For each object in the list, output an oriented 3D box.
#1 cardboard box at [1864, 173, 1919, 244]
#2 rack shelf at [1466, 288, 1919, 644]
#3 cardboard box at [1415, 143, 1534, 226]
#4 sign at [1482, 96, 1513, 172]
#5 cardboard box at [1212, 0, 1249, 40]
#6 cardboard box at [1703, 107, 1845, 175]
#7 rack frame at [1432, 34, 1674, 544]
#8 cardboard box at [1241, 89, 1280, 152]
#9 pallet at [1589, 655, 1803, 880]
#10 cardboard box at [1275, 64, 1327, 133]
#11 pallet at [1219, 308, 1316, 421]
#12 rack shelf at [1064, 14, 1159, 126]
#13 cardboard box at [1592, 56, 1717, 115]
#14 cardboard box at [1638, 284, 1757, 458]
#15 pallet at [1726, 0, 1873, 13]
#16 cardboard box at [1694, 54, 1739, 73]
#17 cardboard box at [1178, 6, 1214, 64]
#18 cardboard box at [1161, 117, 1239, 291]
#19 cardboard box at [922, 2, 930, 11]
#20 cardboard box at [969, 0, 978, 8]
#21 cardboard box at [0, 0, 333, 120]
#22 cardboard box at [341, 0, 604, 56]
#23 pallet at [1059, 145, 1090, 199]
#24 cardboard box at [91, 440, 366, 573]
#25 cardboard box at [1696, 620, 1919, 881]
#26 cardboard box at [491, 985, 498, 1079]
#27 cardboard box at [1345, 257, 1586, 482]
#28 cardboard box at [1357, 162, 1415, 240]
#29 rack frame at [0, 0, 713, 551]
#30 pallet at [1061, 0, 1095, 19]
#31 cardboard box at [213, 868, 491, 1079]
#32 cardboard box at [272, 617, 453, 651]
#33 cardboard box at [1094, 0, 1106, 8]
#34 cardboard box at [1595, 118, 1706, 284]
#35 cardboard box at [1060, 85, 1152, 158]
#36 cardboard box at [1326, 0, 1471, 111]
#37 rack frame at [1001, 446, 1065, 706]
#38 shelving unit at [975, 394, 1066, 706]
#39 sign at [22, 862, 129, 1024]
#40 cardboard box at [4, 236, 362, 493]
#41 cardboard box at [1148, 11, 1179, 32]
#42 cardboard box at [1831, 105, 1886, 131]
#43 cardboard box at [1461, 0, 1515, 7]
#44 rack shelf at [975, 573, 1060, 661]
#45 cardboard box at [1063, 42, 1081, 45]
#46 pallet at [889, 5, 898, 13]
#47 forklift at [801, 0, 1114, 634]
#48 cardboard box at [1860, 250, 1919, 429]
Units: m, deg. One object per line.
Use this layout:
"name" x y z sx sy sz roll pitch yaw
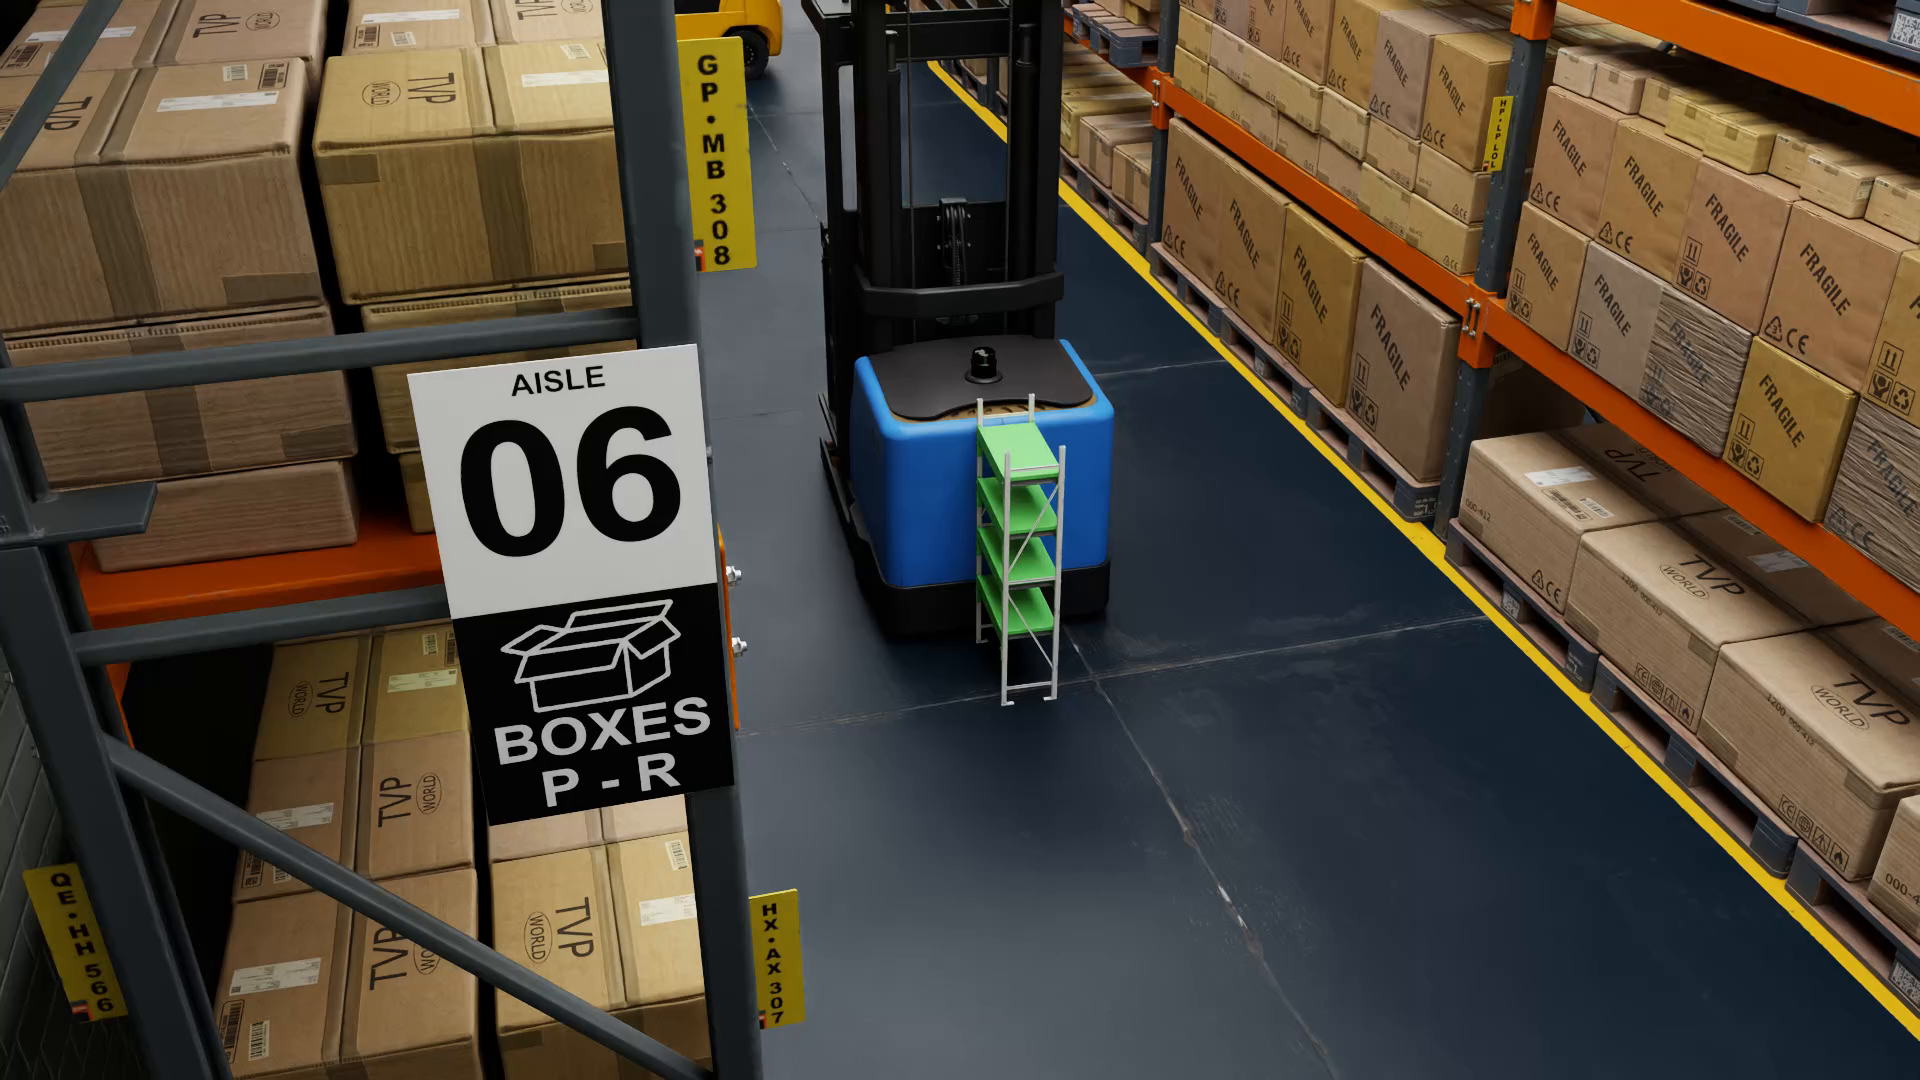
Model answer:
"cardboard box" 3.189 -1.082 5.380 0.380 0.149 0.250 -7 31 -12
"rack shelf" 3.390 -0.095 6.138 1.077 0.370 4.000 -8 31 -13
"cardboard box" 2.508 -1.705 7.852 0.500 0.250 0.500 -8 31 -13
"sign" 2.339 -1.763 7.224 0.100 0.325 0.005 -8 31 -13
"cardboard box" 1.834 -3.272 9.810 0.500 0.500 0.500 -8 31 -13
"cardboard box" 2.934 -1.443 6.003 0.380 0.149 0.250 -9 31 -15
"rack frame" 2.859 -1.373 7.627 1.000 3.000 0.127 -8 31 -13
"cardboard box" 1.972 -2.470 9.673 0.500 0.250 0.500 -7 31 -12
"pallet" 3.313 0.802 6.653 1.003 0.211 1.213 -8 31 -13
"cardboard box" 2.072 -2.440 9.121 0.500 0.250 0.500 -7 31 -12
"pallet" 2.254 -1.119 9.972 1.003 0.211 1.213 -8 31 -13
"rack shelf" 1.267 -3.959 12.814 1.077 0.370 4.000 -8 31 -13
"cardboard box" 2.776 -1.821 6.656 0.380 0.149 0.250 -7 31 -13
"cardboard box" 2.987 -0.670 6.313 0.500 0.500 0.500 -8 31 -13
"pallet" 3.066 -2.236 6.213 1.003 0.211 1.213 -8 31 -13
"cardboard box" 3.213 -1.881 6.760 0.380 0.149 0.250 -7 31 -12
"cardboard box" 1.694 -3.178 10.398 0.500 0.250 0.500 -8 31 -14
"cardboard box" 1.901 -2.222 10.797 0.875 0.875 0.875 -8 31 -14
"cardboard box" -0.093 -5.224 16.607 0.500 0.250 0.500 -6 31 -10
"cardboard box" 0.320 -4.803 15.130 0.500 0.500 0.500 -8 31 -14
"cardboard box" -1.388 -0.786 2.973 0.500 0.250 0.500 -9 31 -15
"cardboard box" -0.856 -0.853 3.089 0.500 0.250 0.500 -8 31 -14
"pallet" 1.271 -3.063 13.332 1.003 0.211 1.213 -8 31 -13
"cardboard box" -1.172 -0.092 2.671 0.380 0.149 0.250 -7 31 -12
"cardboard box" 3.398 0.740 6.116 0.875 0.438 0.875 -7 31 -12
"cardboard box" -1.219 1.075 3.650 0.380 0.149 0.250 -7 31 -12
"cardboard box" 2.617 -0.924 8.553 0.875 0.875 0.875 -7 31 -12
"cardboard box" 2.363 -1.737 8.406 0.500 0.250 0.500 -8 31 -14
"rack frame" -0.864 -1.375 1.643 1.000 3.000 0.127 -8 31 -13
"pallet" 1.233 -4.172 12.655 1.003 0.211 1.213 -8 31 -13
"cardboard box" -1.242 0.970 3.432 0.500 0.250 0.500 -7 31 -12
"cardboard box" -1.643 0.229 4.713 0.500 0.250 0.500 -8 31 -13
"cardboard box" 1.174 -3.863 11.761 0.380 0.149 0.250 -9 31 -16
"cardboard box" 2.880 -1.342 6.476 0.500 0.500 0.500 -8 31 -14
"cardboard box" 1.258 -3.346 13.240 0.950 0.372 0.625 -7 31 -12
"cardboard box" 2.238 -2.527 8.524 0.500 0.500 0.500 -7 31 -12
"rack frame" 0.292 0.167 6.763 0.240 1.200 0.015 -6 31 -10
"shelving unit" 0.241 0.048 6.970 0.258 1.200 0.503 -6 31 -10
"sign" -1.404 0.647 2.666 0.100 0.325 0.005 -8 31 -13
"cardboard box" -1.244 -0.320 2.666 0.500 0.250 0.500 -8 31 -14
"cardboard box" 1.484 -3.505 11.142 0.380 0.149 0.250 -7 31 -11
"cardboard box" 3.456 -1.523 6.142 0.380 0.149 0.250 -8 31 -14
"cardboard box" 2.727 -2.584 8.622 0.500 0.500 0.500 -9 31 -15
"rack shelf" 0.241 0.311 7.122 0.258 0.148 0.480 -6 31 -10
"cardboard box" 0.840 -4.549 15.441 0.500 0.250 0.500 -9 31 -16
"pallet" -0.124 -5.528 17.589 1.003 0.211 1.213 -8 31 -13
"forklift" -0.130 -1.574 8.043 1.130 2.935 3.031 -6 31 -10
"cardboard box" 3.268 -0.606 5.204 0.500 0.500 0.500 -8 31 -14
